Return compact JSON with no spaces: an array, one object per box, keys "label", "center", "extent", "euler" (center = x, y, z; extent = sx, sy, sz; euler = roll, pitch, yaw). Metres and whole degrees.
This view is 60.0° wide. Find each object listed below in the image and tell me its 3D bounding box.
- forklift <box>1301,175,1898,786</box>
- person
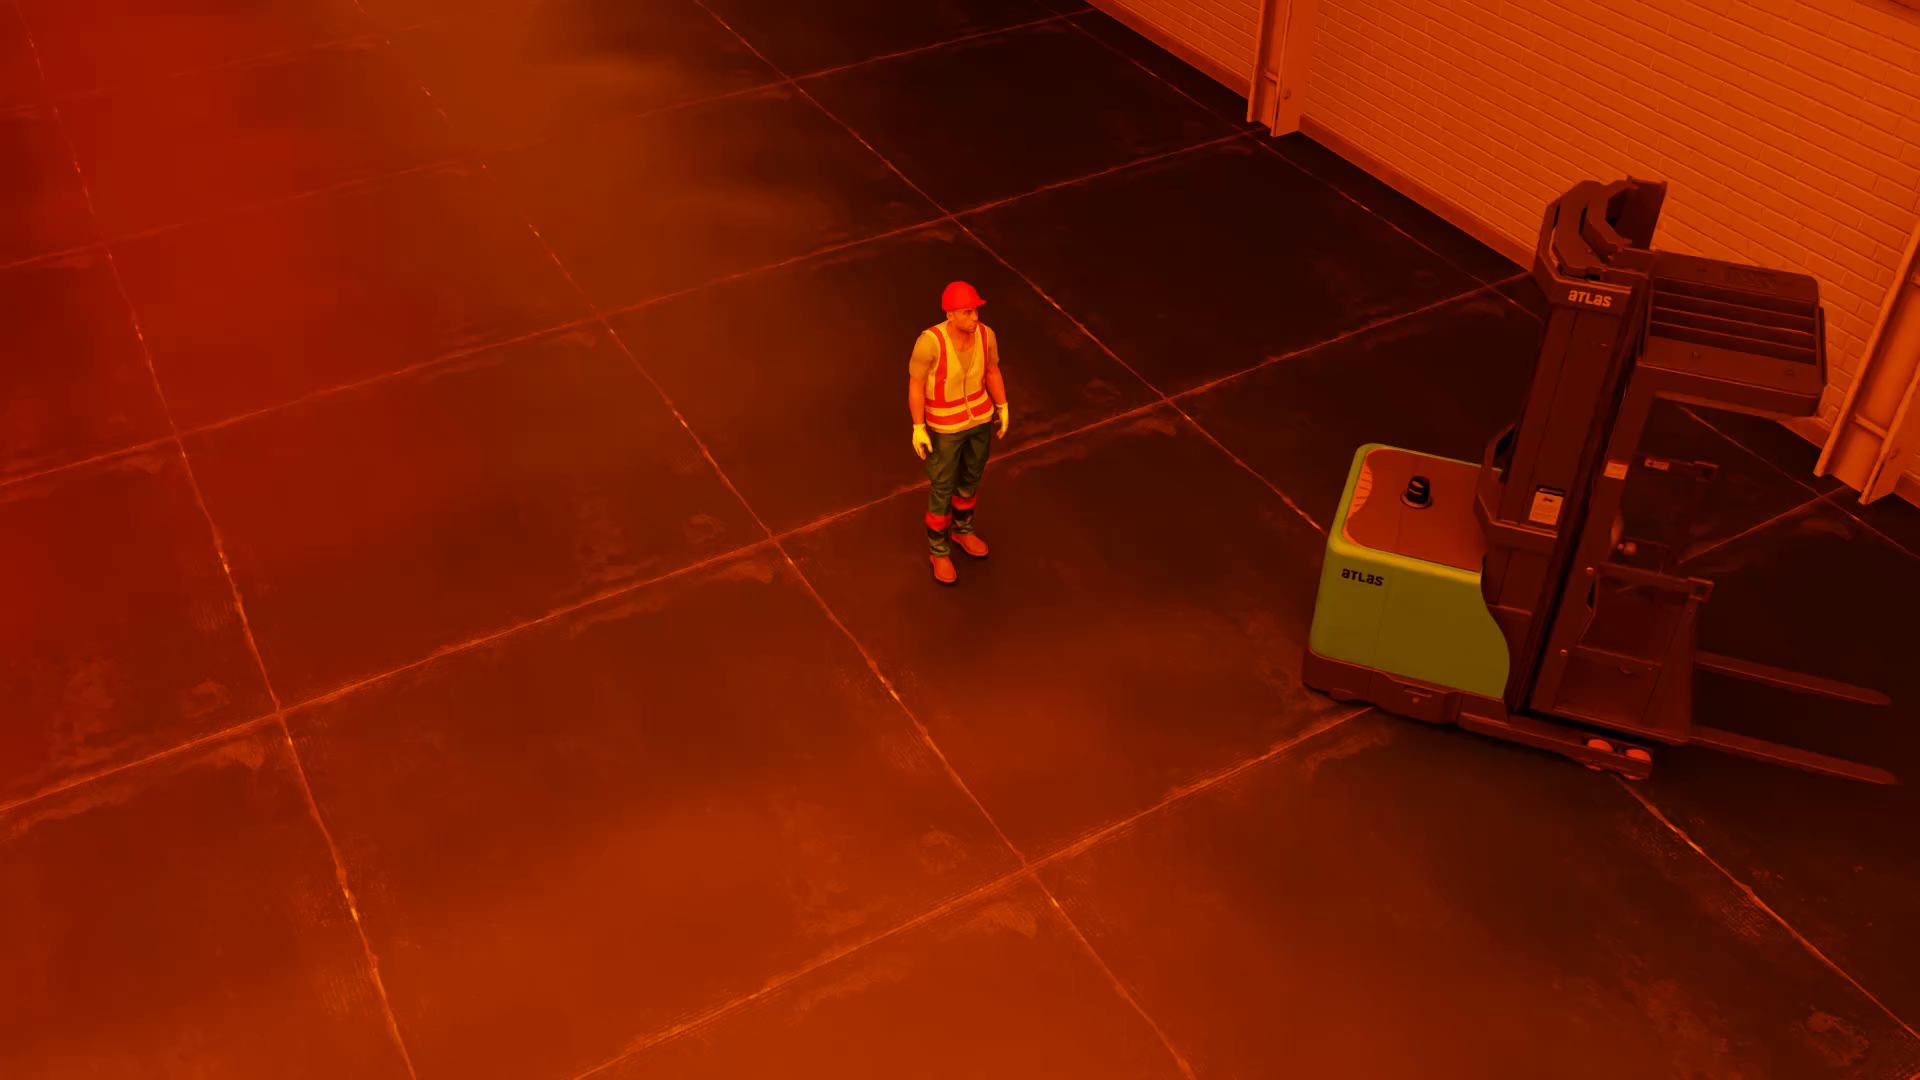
[{"label":"forklift","center":[3.478,-0.246,8.332],"extent":[3.031,2.935,1.130],"euler":[13,42,16]},{"label":"person","center":[0.030,-0.646,9.697],"extent":[0.637,1.790,0.562],"euler":[-20,44,-23]}]
